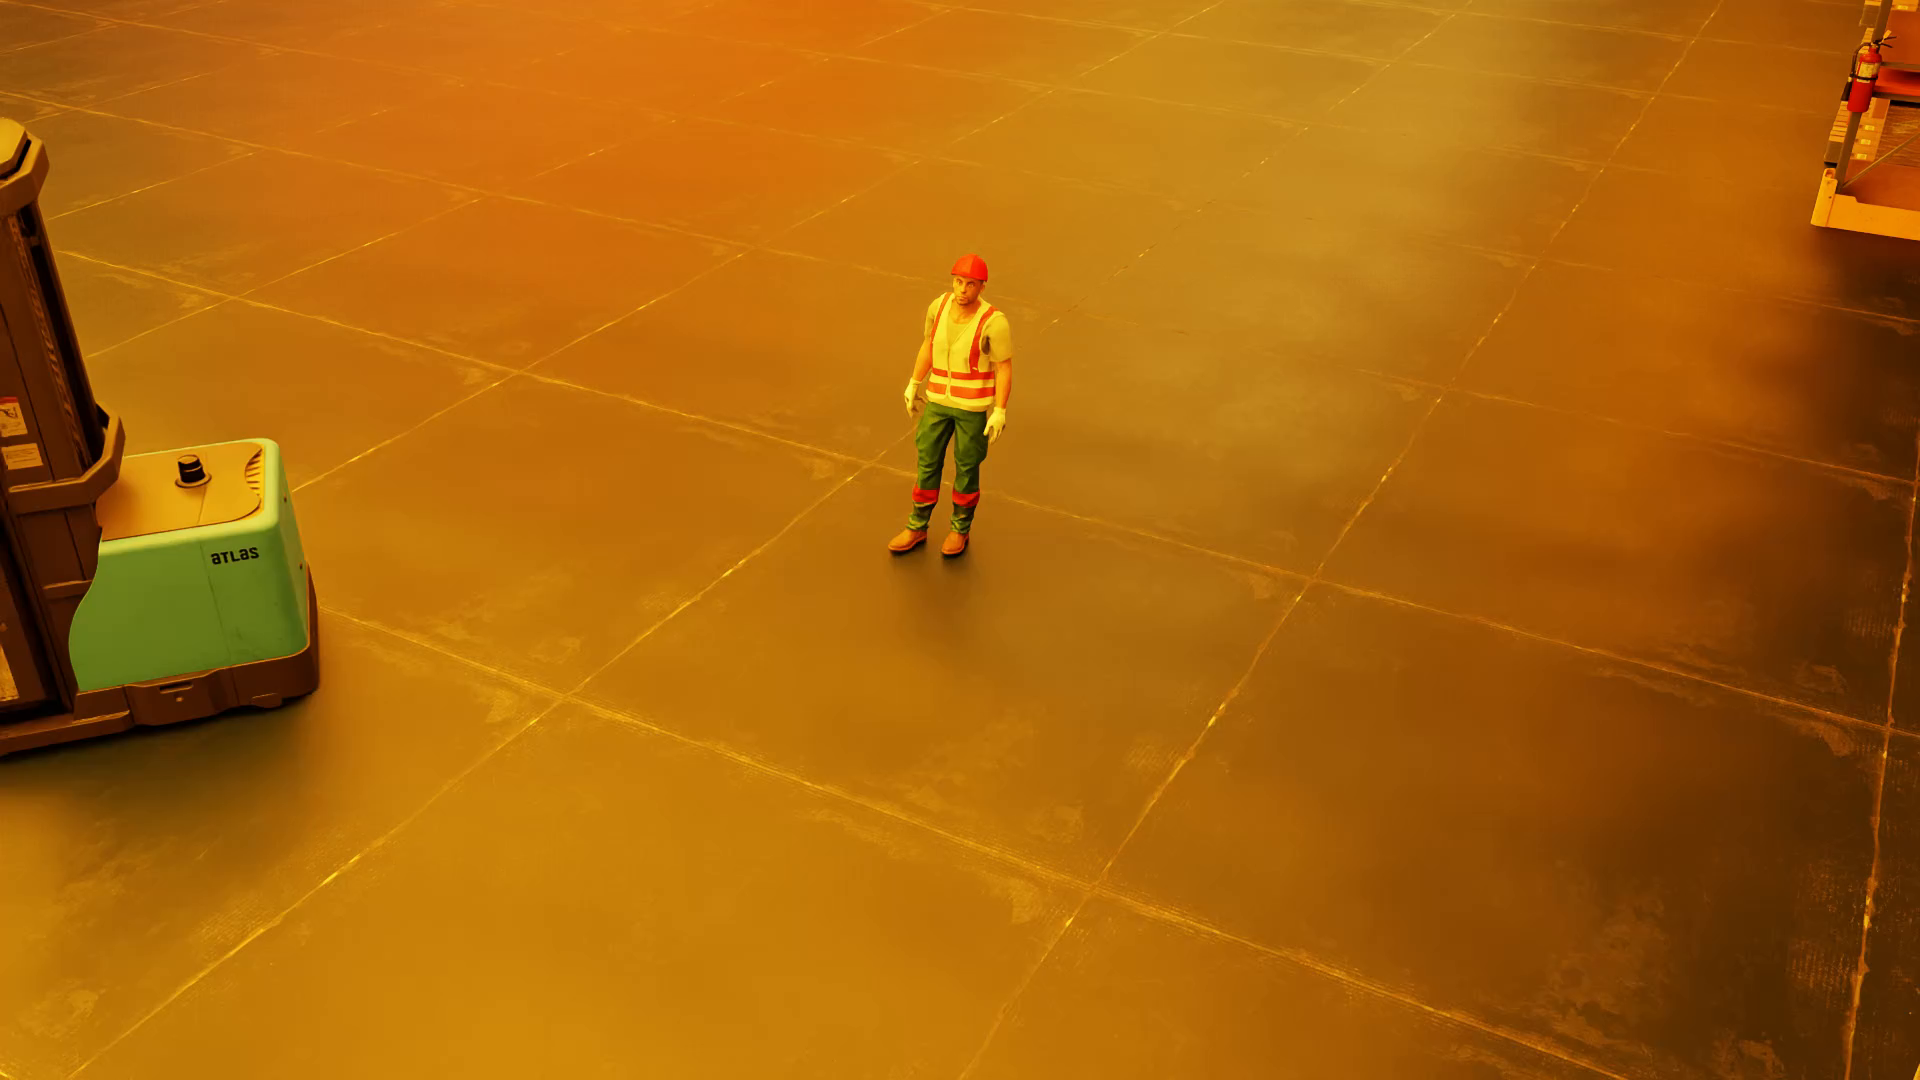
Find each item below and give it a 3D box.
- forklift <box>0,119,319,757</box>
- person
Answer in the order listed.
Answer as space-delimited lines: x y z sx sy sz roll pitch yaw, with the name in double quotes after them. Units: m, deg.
-4.881 -0.424 7.806 3.031 2.935 1.130 -10 31 -17 "forklift"
-0.050 -0.749 9.496 0.637 1.790 0.562 15 33 25 "person"
